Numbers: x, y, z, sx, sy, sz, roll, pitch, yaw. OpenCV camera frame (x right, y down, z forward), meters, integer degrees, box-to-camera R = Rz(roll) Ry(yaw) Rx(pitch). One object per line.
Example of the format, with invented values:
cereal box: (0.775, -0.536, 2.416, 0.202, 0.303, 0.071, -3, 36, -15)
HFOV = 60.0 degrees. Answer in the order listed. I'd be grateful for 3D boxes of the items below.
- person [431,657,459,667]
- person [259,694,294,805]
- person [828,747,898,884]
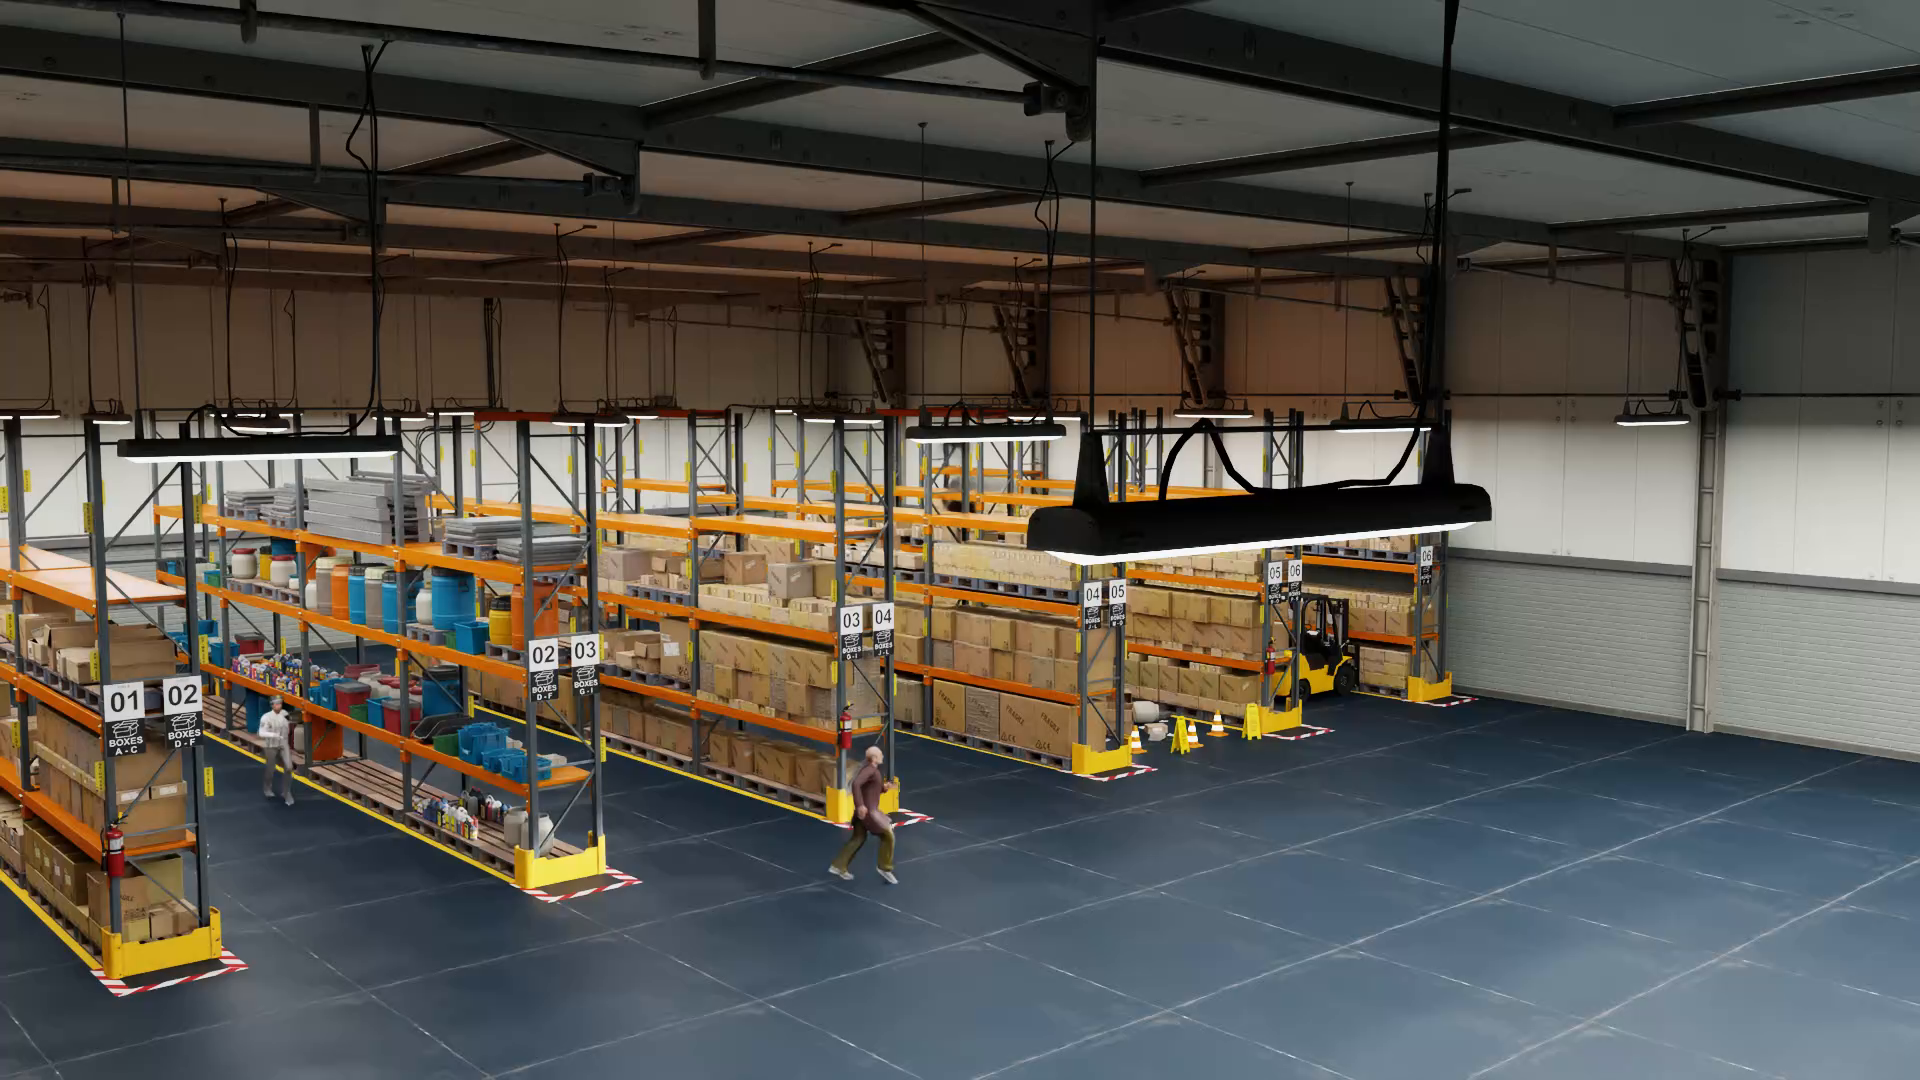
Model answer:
person: (-9.825, 2.620, 32.065, 1.003, 1.788, 0.668, 4, 7, 41)
person: (-10.596, 3.234, 25.772, 0.550, 1.736, 0.800, -4, 7, -40)
person: (-1.243, 3.575, 21.424, 0.940, 1.832, 0.740, -1, 5, -13)
